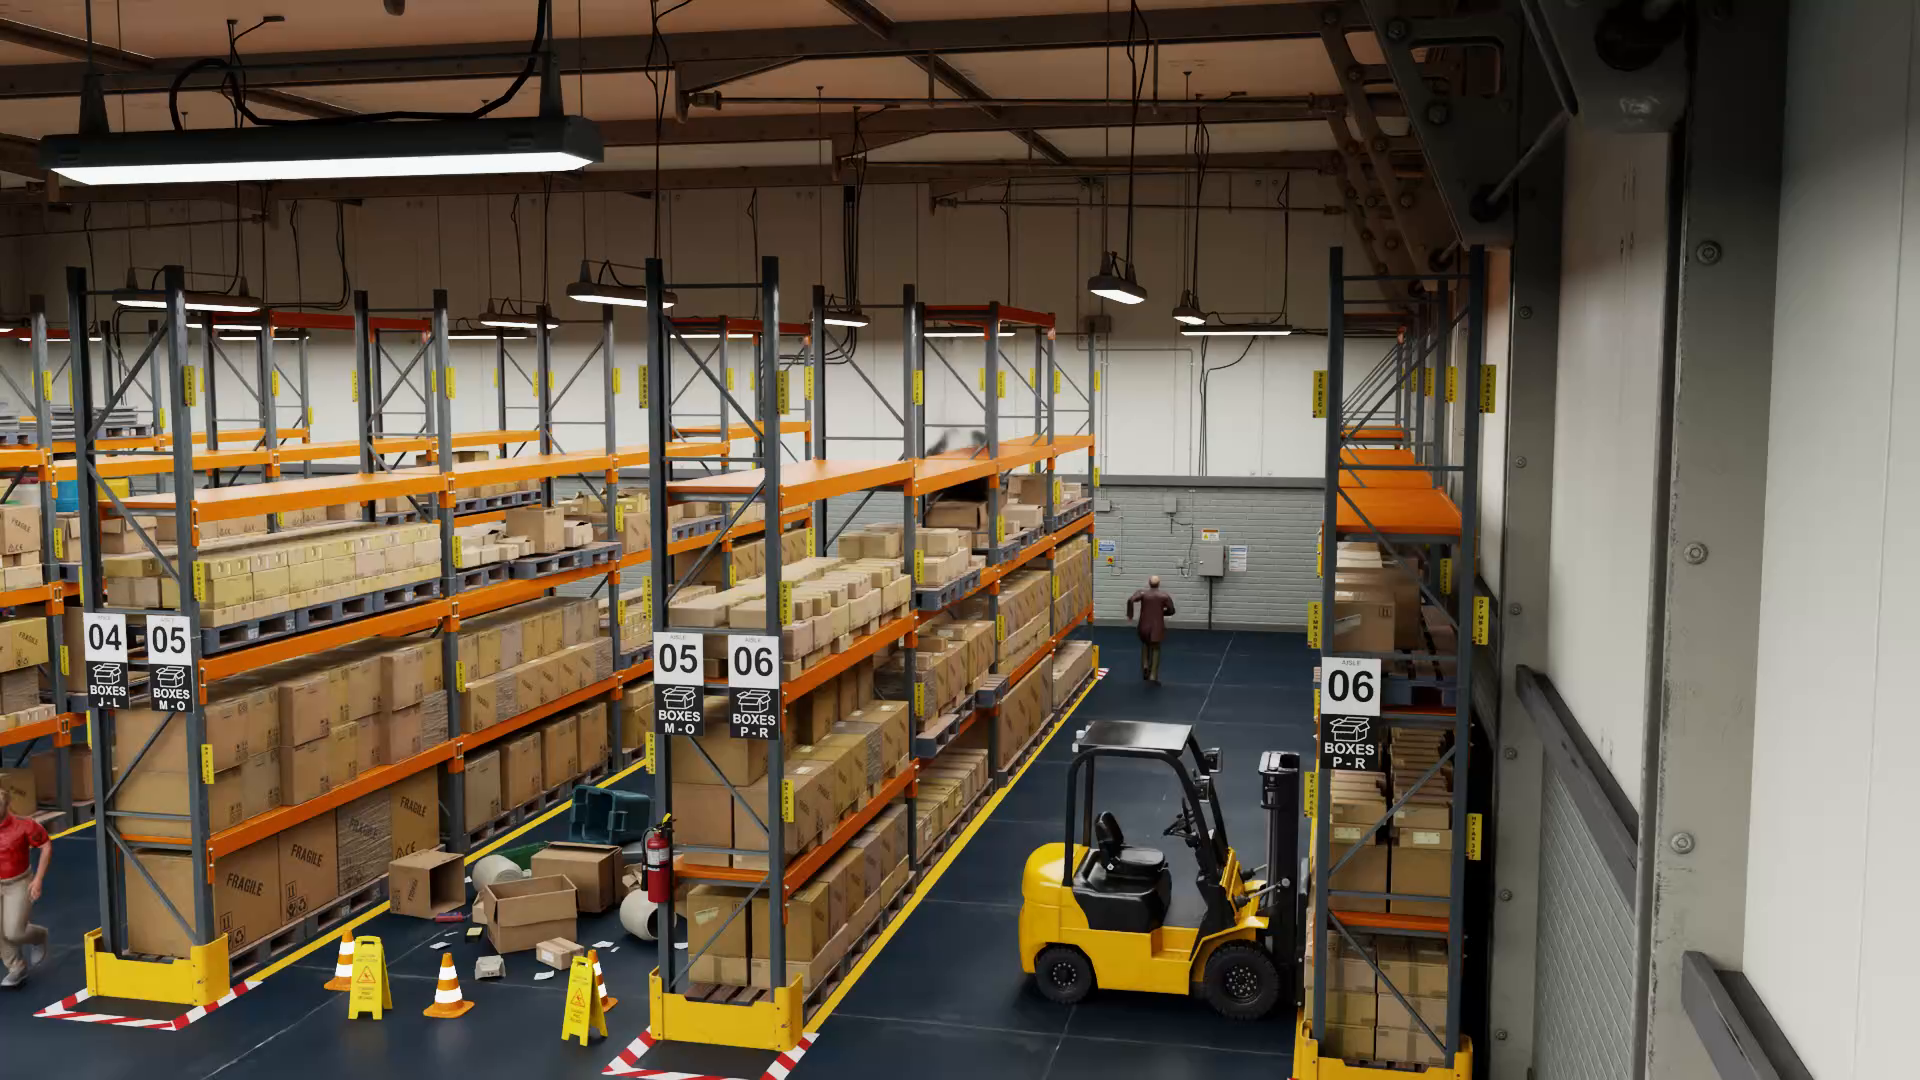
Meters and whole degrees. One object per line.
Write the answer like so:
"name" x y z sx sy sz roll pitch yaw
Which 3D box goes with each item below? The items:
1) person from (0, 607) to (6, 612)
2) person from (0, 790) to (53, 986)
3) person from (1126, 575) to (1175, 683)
"person" -16.509 1.442 28.552 0.575 1.632 0.938 1 6 7
"person" -8.016 2.917 13.993 0.691 1.674 0.591 0 6 1
"person" 3.165 1.488 27.588 0.793 1.797 0.811 1 6 14
